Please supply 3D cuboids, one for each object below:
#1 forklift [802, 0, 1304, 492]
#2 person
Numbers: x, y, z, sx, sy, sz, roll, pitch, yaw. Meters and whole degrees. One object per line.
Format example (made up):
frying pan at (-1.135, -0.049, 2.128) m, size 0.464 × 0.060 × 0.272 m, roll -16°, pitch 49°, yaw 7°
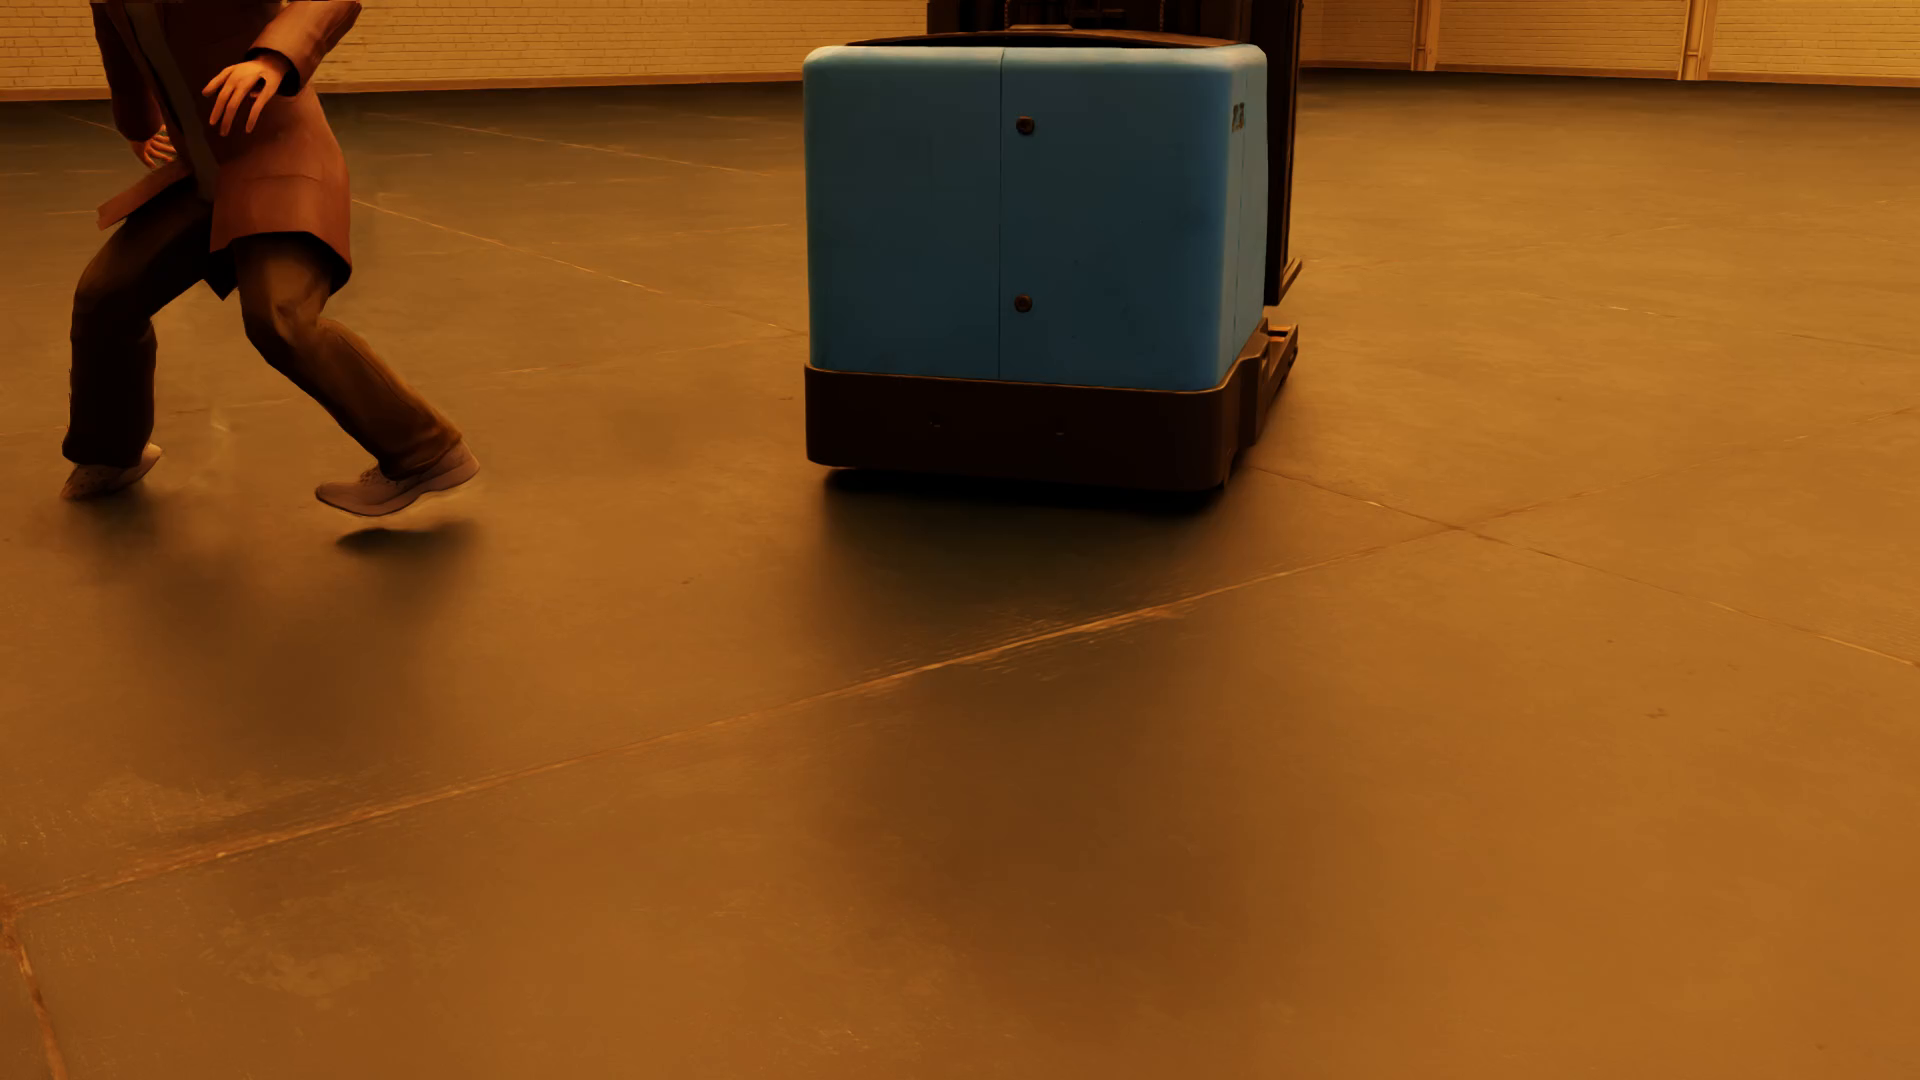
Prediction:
forklift at (0.506, -1.917, 4.998) m, size 1.130 × 2.935 × 3.031 m, roll 5°, pitch 18°, yaw 15°
person at (-1.735, -0.787, 3.829) m, size 1.143 × 1.739 × 0.598 m, roll 11°, pitch 21°, yaw 32°
